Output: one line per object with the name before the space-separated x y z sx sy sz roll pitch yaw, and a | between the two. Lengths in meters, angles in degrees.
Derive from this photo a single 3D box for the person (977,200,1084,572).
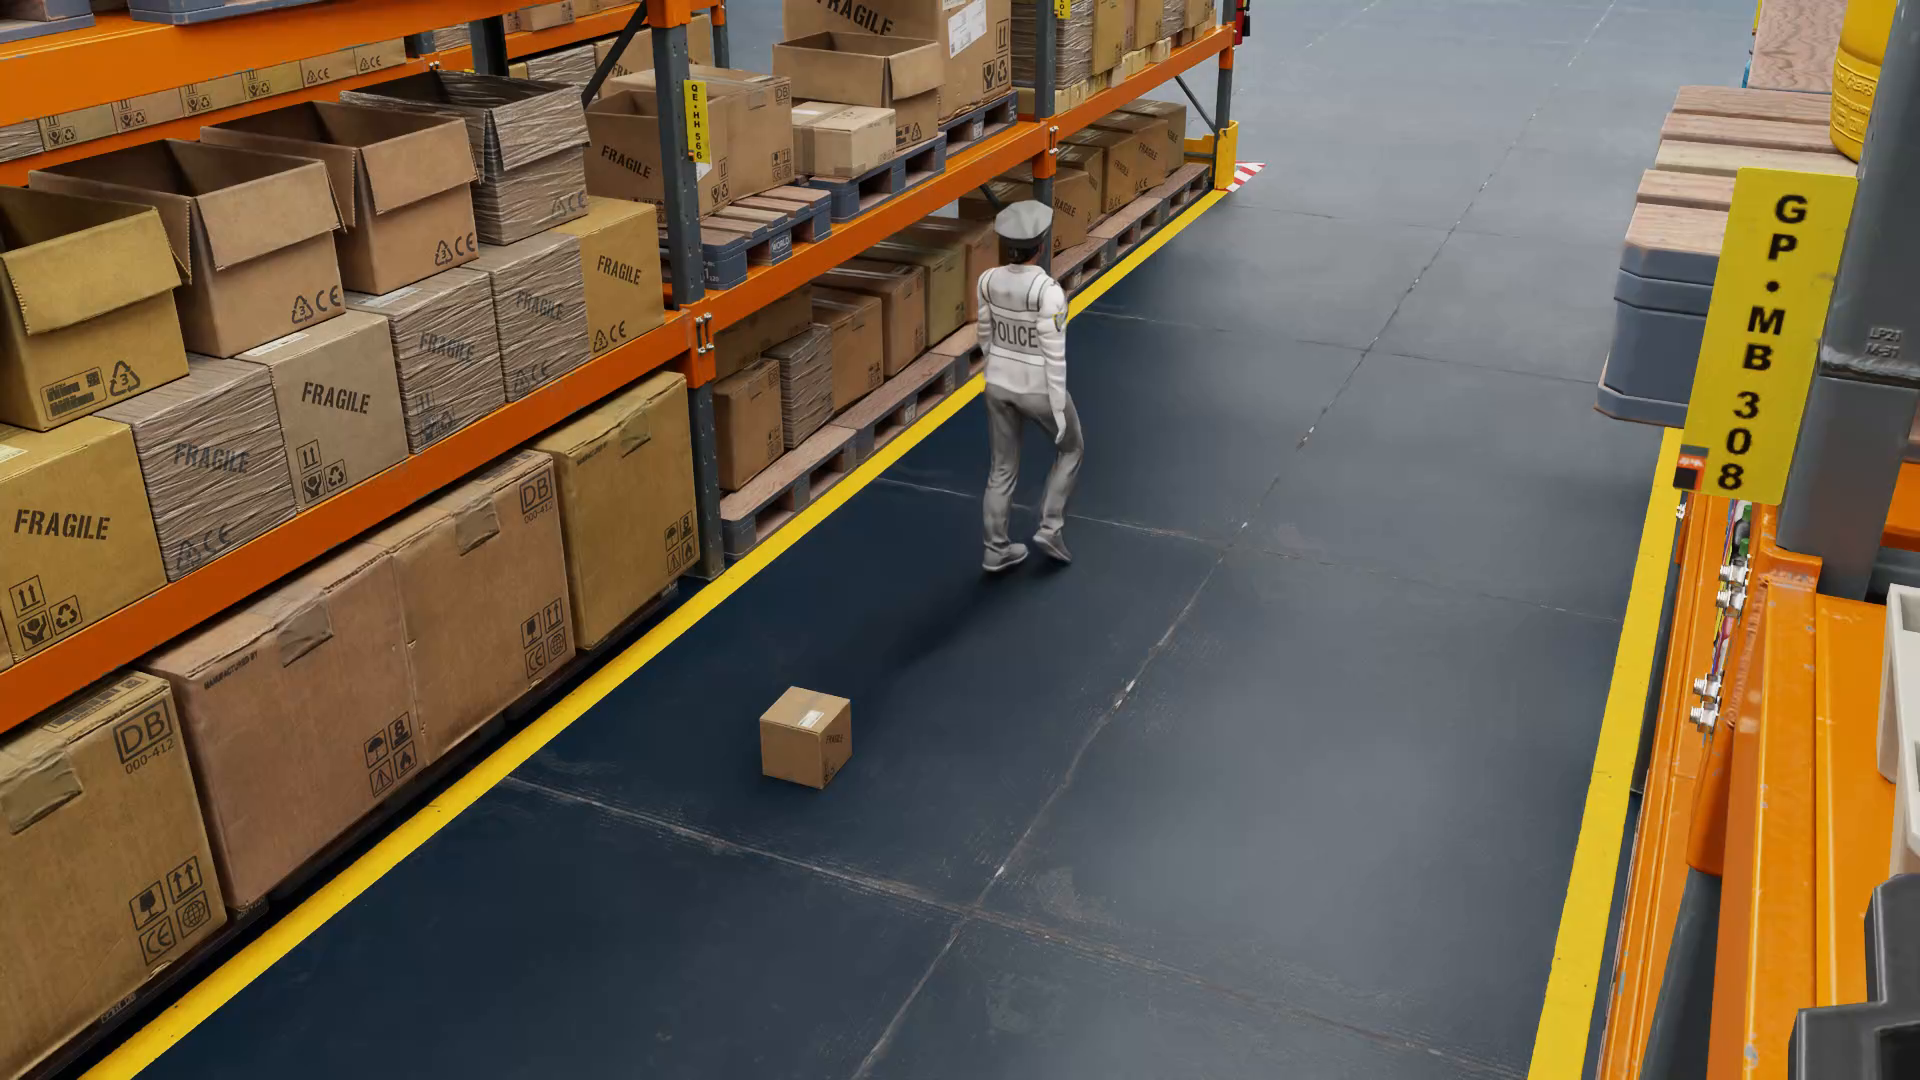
person | 0.296 -0.644 7.393 0.522 1.741 0.499 16 30 29
